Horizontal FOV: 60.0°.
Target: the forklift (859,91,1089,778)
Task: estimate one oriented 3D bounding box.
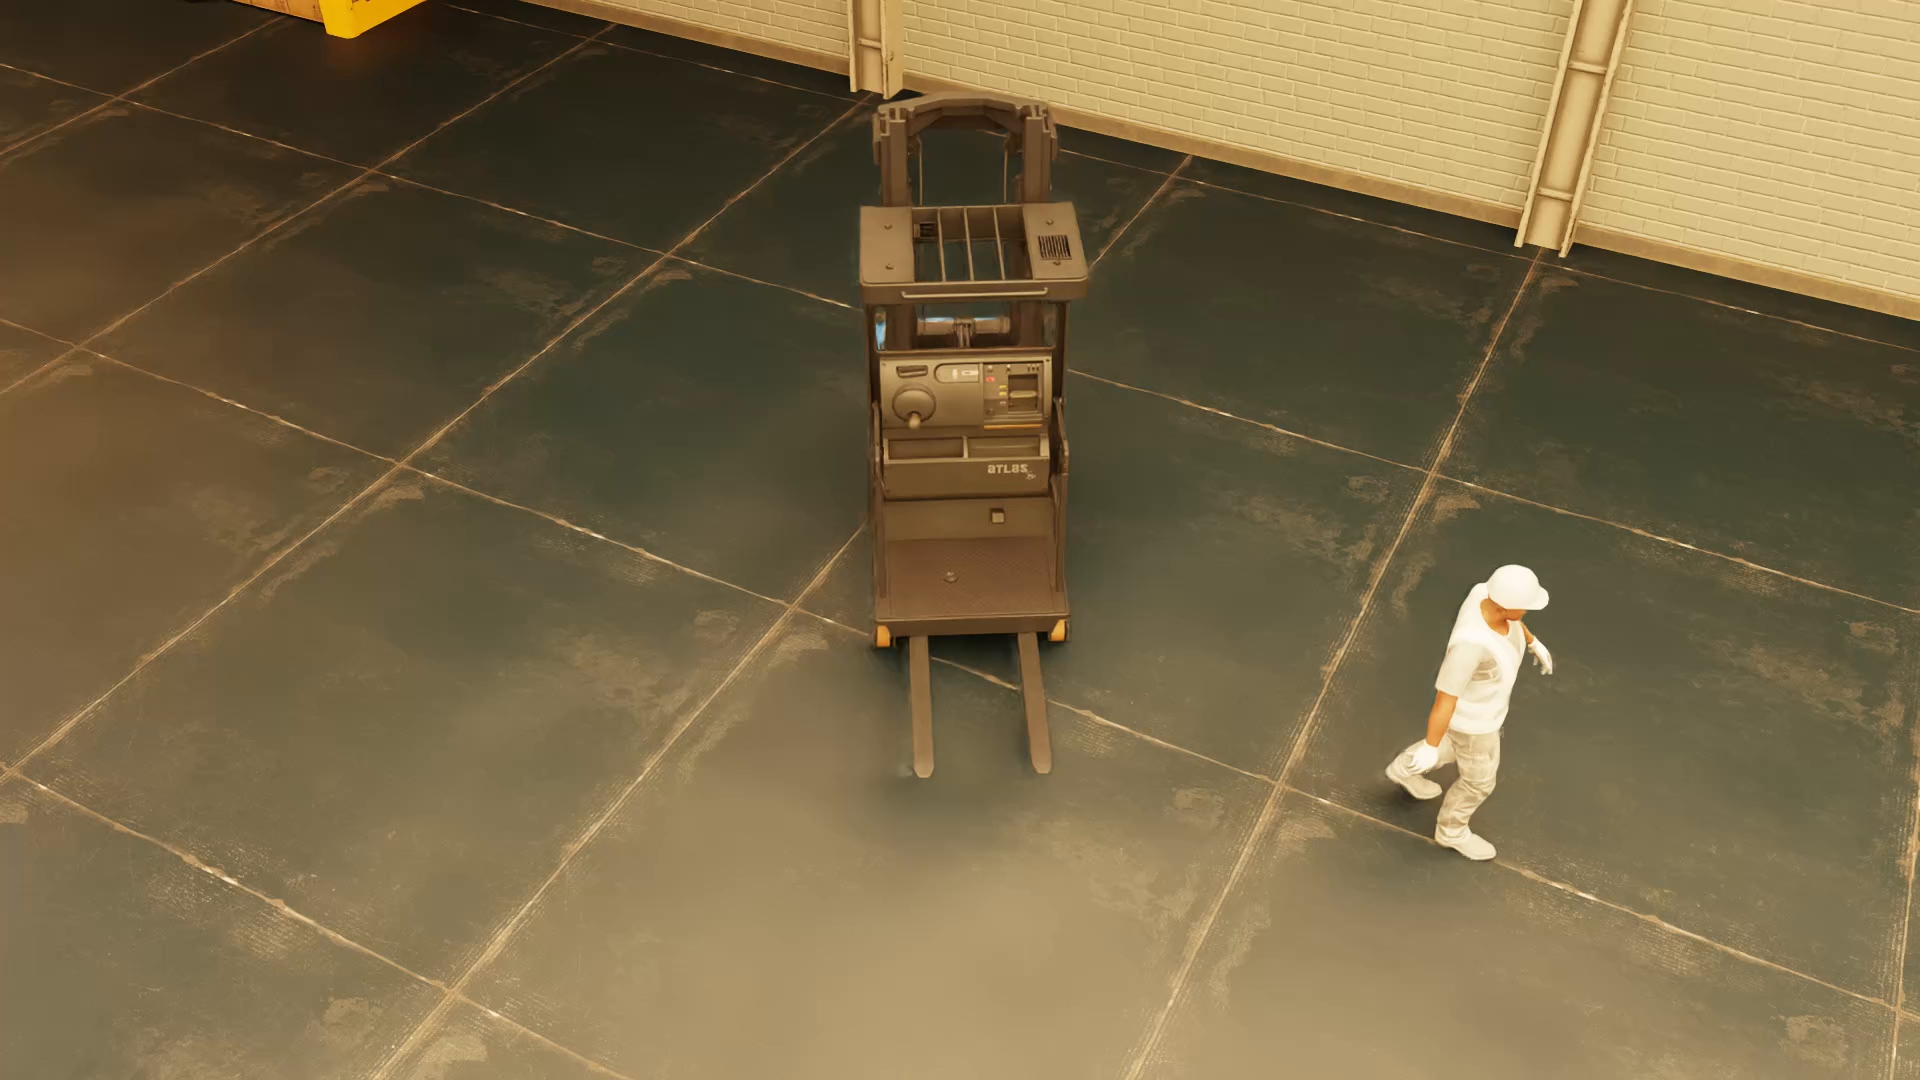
[{"bbox_3d":[0.047,-0.724,8.846,1.130,2.935,3.031,-2,40,-2],"label":"forklift"}]

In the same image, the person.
[{"bbox_3d":[2.453,0.795,7.948,0.649,1.764,0.864,14,42,16],"label":"person"}]
